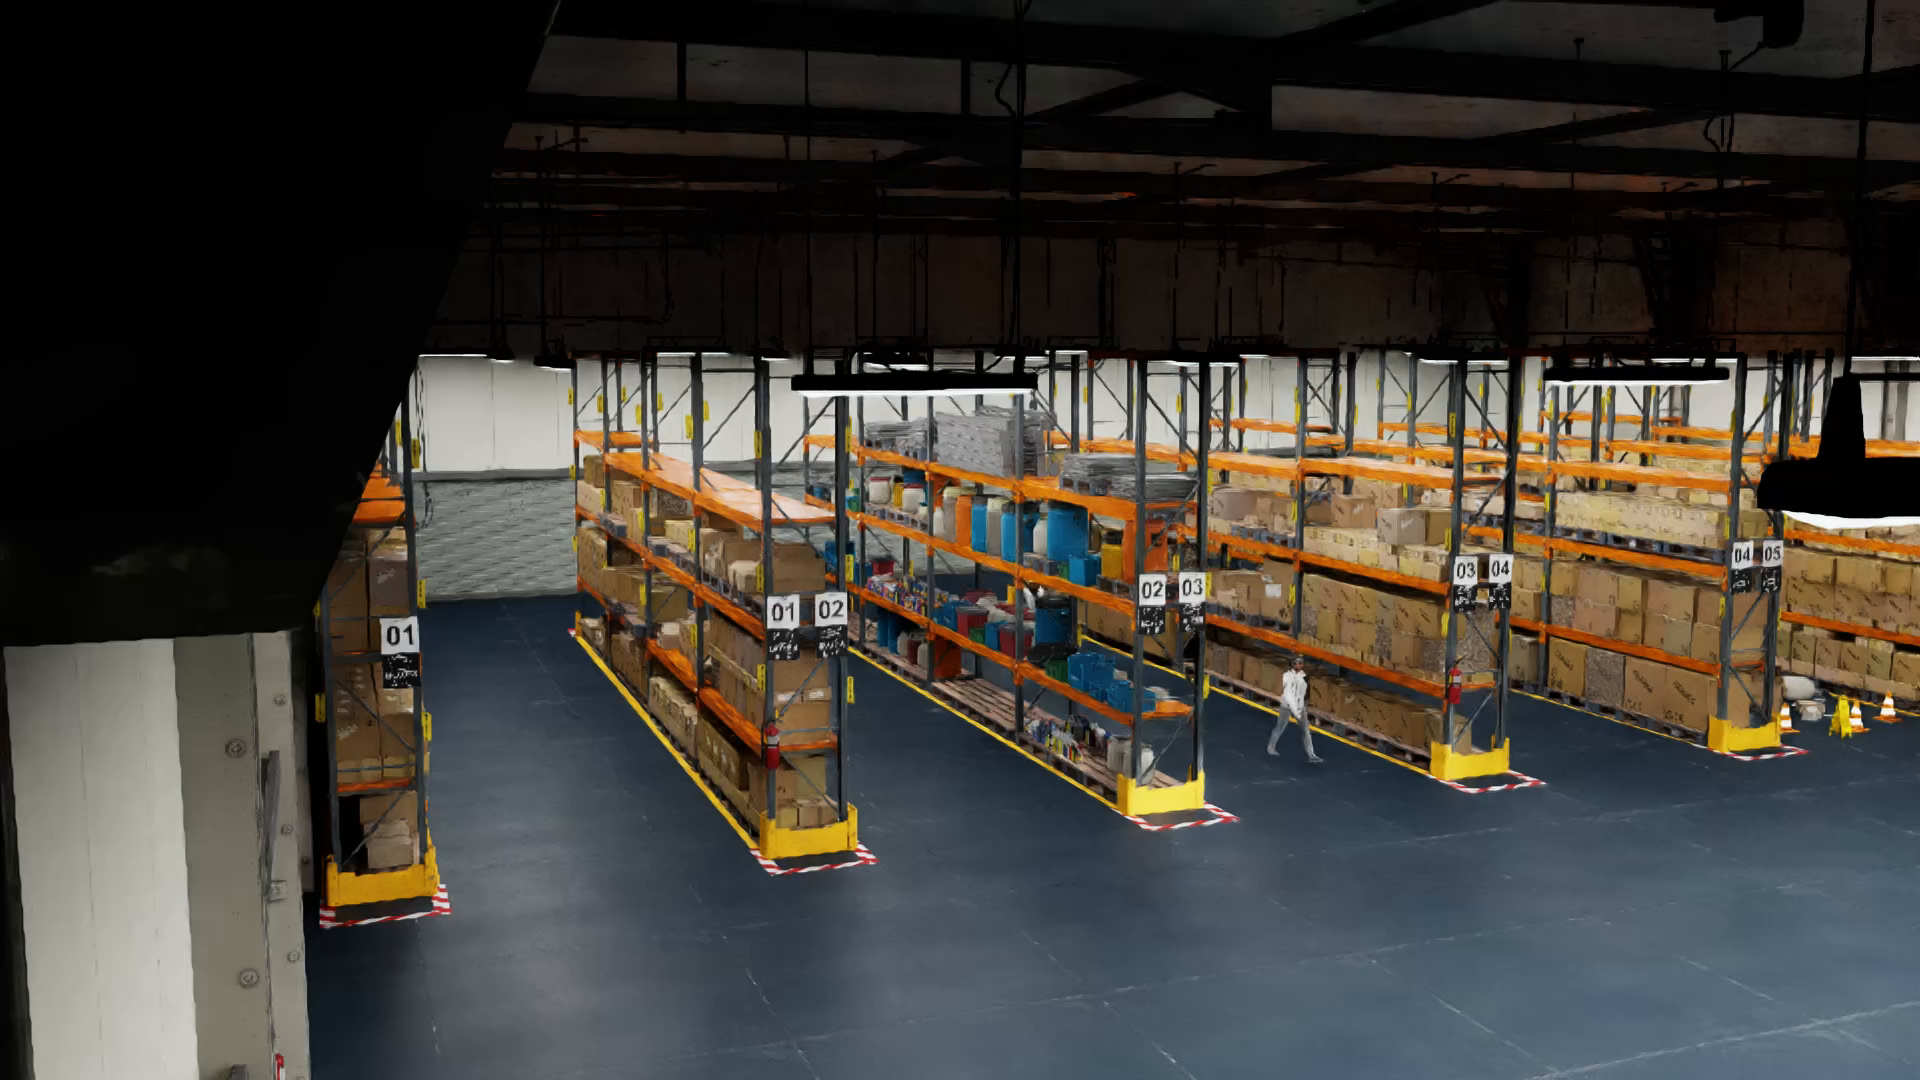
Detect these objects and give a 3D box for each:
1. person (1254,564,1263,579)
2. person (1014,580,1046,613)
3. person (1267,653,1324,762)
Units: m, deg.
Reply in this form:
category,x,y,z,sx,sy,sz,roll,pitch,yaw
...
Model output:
category,x,y,z,sx,sy,sz,roll,pitch,yaw
person,6.145,1.255,34.387,0.447,1.589,1.088,-2,7,-18
person,1.375,1.514,31.927,0.702,1.735,0.549,-3,8,-23
person,4.947,2.455,24.625,0.483,1.621,0.993,-4,8,-29
